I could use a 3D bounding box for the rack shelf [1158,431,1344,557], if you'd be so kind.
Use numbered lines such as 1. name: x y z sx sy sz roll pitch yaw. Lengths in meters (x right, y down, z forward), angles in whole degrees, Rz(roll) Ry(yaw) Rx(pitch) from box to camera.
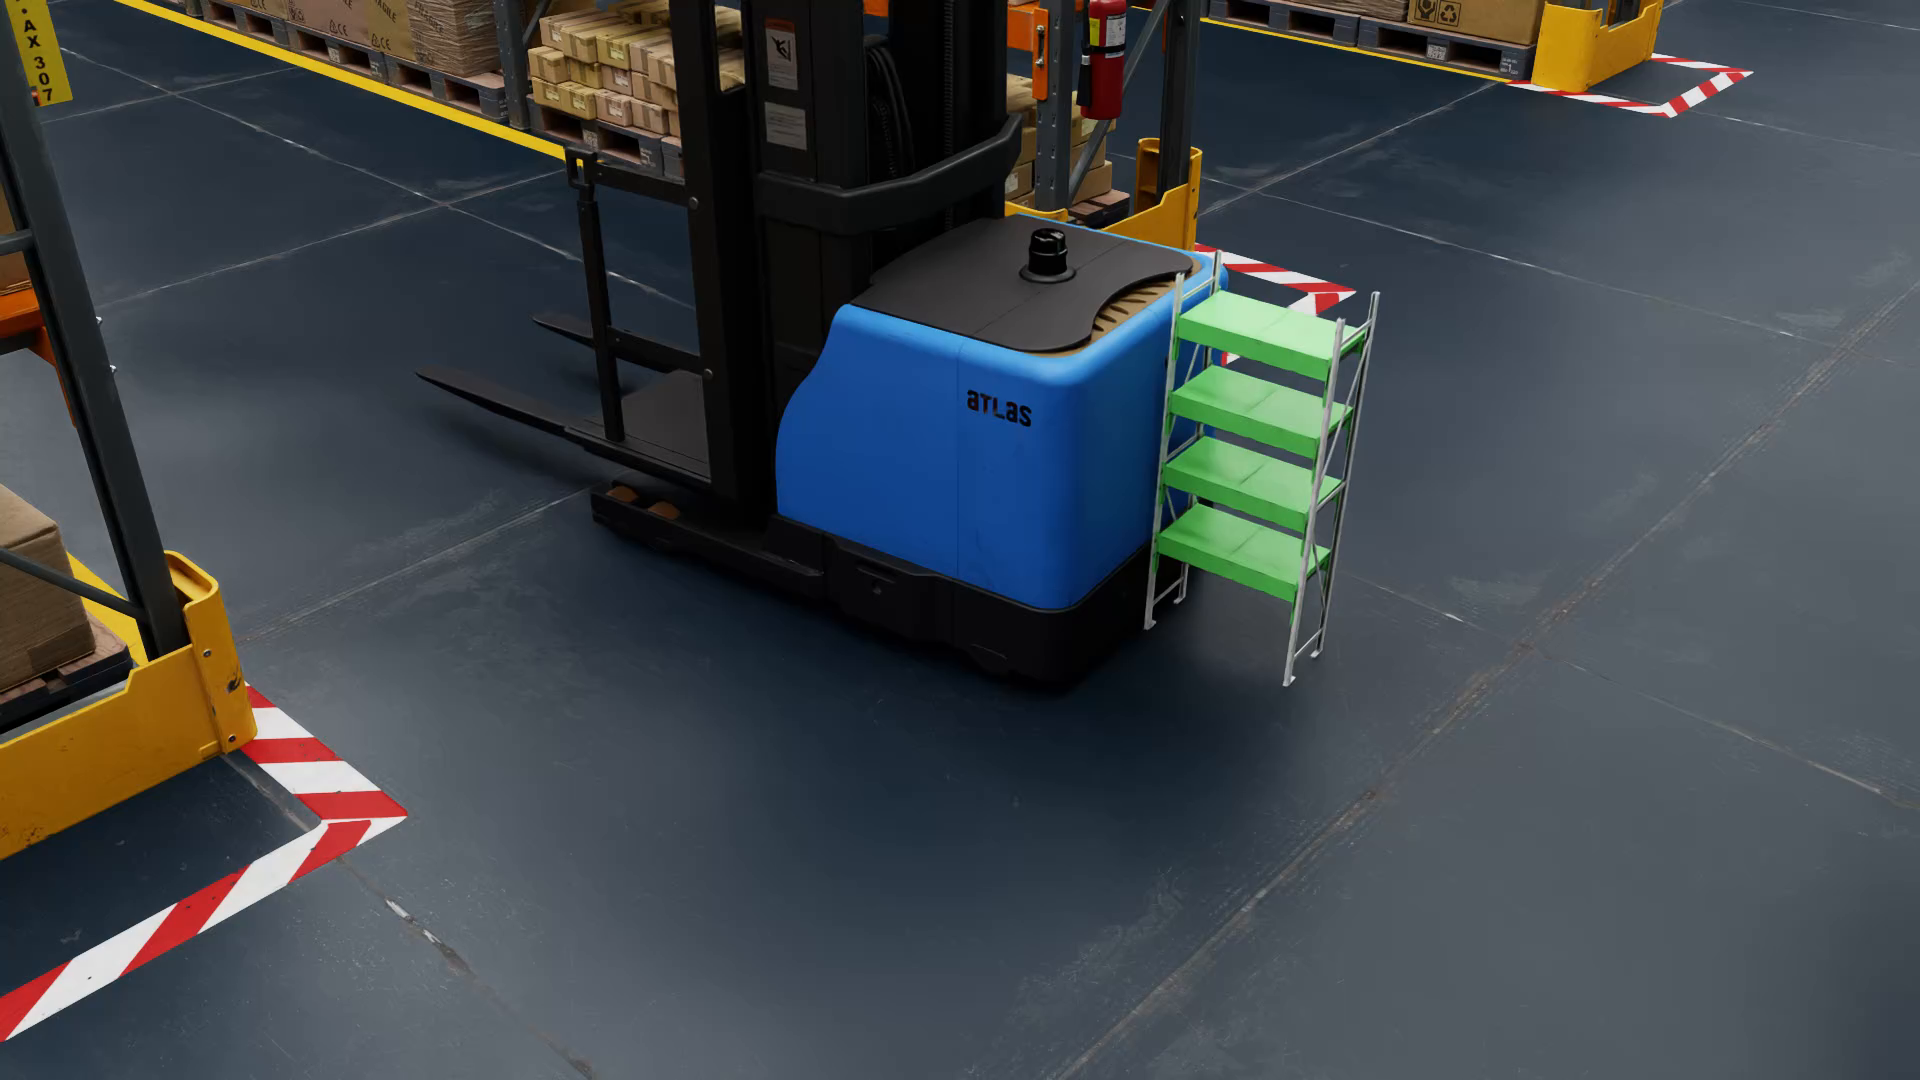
1. rack shelf: 0.864 -0.143 4.938 0.480 0.148 0.258 22 37 30

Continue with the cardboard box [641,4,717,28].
1. cardboard box: -1.610 -2.995 9.596 0.250 0.149 0.380 26 39 36

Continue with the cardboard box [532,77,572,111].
1. cardboard box: -2.210 -2.588 9.497 0.250 0.149 0.380 23 38 33

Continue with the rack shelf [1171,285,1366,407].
1. rack shelf: 0.872 -0.551 4.685 0.480 0.148 0.258 22 37 30

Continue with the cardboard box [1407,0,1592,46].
1. cardboard box: 3.576 -3.816 10.834 0.875 0.875 0.875 25 39 35

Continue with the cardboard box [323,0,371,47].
1. cardboard box: -3.740 -3.504 10.678 0.500 0.500 0.500 24 39 34

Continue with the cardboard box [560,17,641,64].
1. cardboard box: -1.984 -2.775 9.232 0.380 0.149 0.250 -27 40 -37

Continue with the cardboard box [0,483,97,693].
1. cardboard box: -3.102 0.162 4.650 0.875 0.438 0.875 24 38 34

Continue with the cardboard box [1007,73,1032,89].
1. cardboard box: 0.154 -2.204 8.283 0.250 0.149 0.380 25 39 35

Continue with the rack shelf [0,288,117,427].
1. rack shelf: -4.029 -0.950 5.117 4.000 0.370 1.077 25 39 35

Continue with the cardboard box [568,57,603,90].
1. cardboard box: -1.963 -2.663 9.334 0.250 0.149 0.380 25 39 35

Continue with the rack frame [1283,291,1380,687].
1. rack frame: 1.062 -0.119 4.783 0.015 1.200 0.240 22 37 30

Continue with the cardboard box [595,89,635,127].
1. cardboard box: -1.794 -2.430 9.234 0.250 0.149 0.380 25 39 35

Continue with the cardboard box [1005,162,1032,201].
1. cardboard box: 0.118 -1.653 7.657 0.250 0.149 0.380 24 38 34

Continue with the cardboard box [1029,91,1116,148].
1. cardboard box: 0.540 -2.018 7.975 0.250 0.149 0.380 23 38 33

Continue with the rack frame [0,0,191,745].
1. rack frame: -2.546 -0.566 3.782 0.127 3.000 1.000 25 39 35

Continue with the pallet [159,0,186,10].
1. pallet: -5.764 -4.370 12.804 1.213 0.211 1.003 25 39 35

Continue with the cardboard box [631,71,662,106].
1. cardboard box: -1.560 -2.498 9.060 0.250 0.149 0.380 23 38 33

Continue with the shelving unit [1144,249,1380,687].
1. shelving unit: 0.865 -0.197 4.904 0.503 1.200 0.258 22 37 30

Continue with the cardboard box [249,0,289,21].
1. cardboard box: -4.502 -3.857 11.264 0.500 0.500 0.500 26 39 36

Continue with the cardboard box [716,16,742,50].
1. cardboard box: -1.281 -2.792 9.259 0.250 0.149 0.380 27 40 37

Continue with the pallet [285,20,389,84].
1. pallet: -3.752 -3.375 11.151 1.213 0.211 1.003 25 39 35

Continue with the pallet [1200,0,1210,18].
1. pallet: 1.650 -4.252 12.609 1.213 0.211 1.003 25 39 35

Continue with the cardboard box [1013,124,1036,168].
1. cardboard box: 0.138 -1.794 7.601 0.250 0.149 0.380 26 39 36

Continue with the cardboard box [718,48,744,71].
1. cardboard box: -1.163 -2.443 8.680 0.250 0.149 0.380 23 38 33

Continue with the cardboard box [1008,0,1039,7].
1. cardboard box: 0.270 -2.391 7.057 0.250 0.149 0.380 25 39 35

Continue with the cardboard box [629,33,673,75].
1. cardboard box: -1.555 -2.625 8.982 0.250 0.149 0.380 24 38 34

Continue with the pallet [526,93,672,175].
1. pallet: -1.743 -2.465 9.639 1.213 0.211 1.003 25 39 35

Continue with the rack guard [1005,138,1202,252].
1. rack guard: 0.645 -1.449 7.673 0.348 0.500 1.175 25 39 35

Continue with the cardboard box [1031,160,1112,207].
1. cardboard box: 0.527 -1.756 8.116 0.250 0.149 0.380 26 40 36

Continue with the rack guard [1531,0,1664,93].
1. rack guard: 4.122 -3.276 10.708 0.348 0.500 1.175 25 39 35

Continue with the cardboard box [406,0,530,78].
1. cardboard box: -2.983 -3.147 10.086 0.500 0.500 0.500 24 39 34

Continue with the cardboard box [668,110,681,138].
1. cardboard box: -1.349 -2.281 8.988 0.250 0.149 0.380 23 38 33

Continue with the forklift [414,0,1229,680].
1. forklift: -0.665 -1.421 5.268 3.031 2.935 1.130 19 36 29

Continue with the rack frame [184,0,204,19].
1. rack frame: -5.231 -5.263 11.583 0.127 3.000 1.000 25 39 35

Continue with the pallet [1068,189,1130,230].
1. pallet: 0.066 -1.620 8.237 1.213 0.211 1.003 25 39 35

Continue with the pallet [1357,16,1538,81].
1. pallet: 3.459 -3.408 11.206 1.213 0.211 1.003 25 39 35
